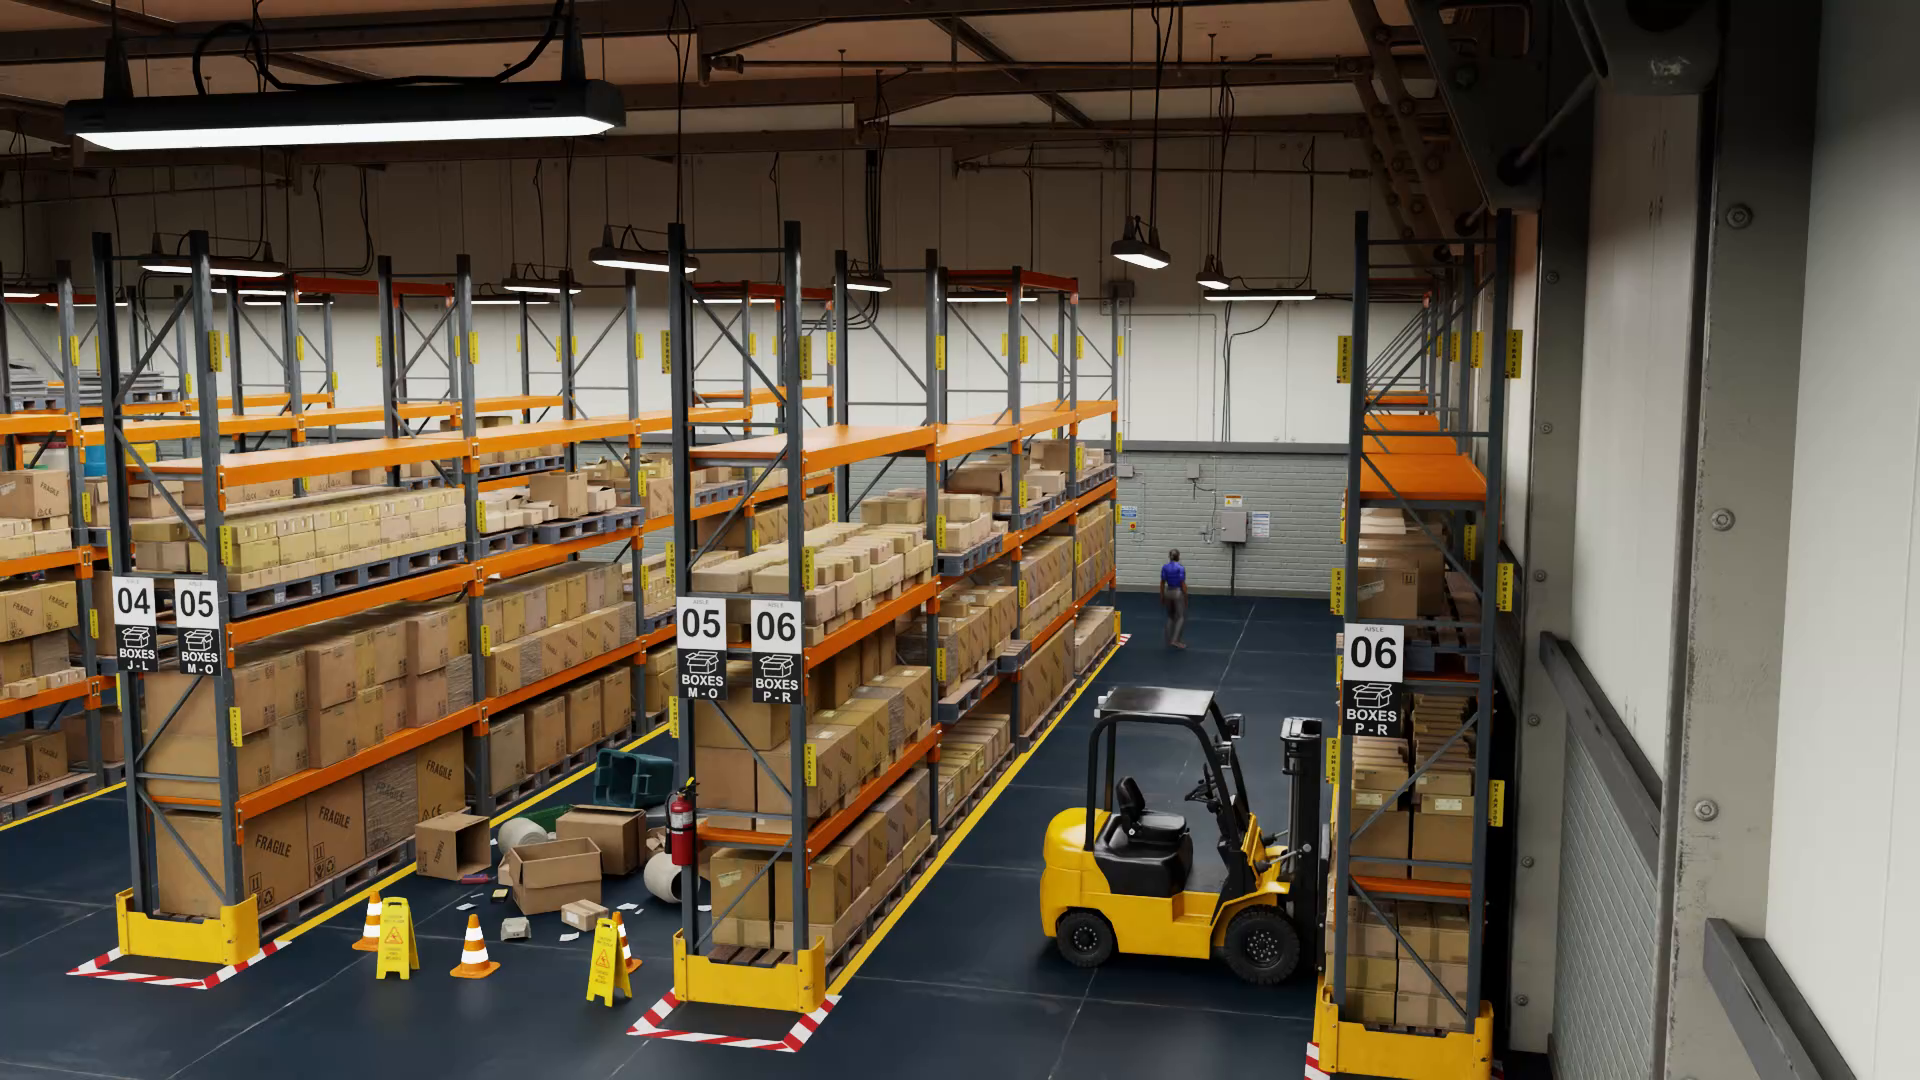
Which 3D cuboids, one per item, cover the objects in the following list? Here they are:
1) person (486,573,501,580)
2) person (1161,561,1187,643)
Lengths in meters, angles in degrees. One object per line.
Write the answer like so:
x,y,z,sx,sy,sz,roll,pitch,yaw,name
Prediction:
-6.960,1.269,25.186,0.628,1.682,0.640,3,8,24,person
3.537,1.040,27.711,0.477,1.384,0.453,6,9,39,person
